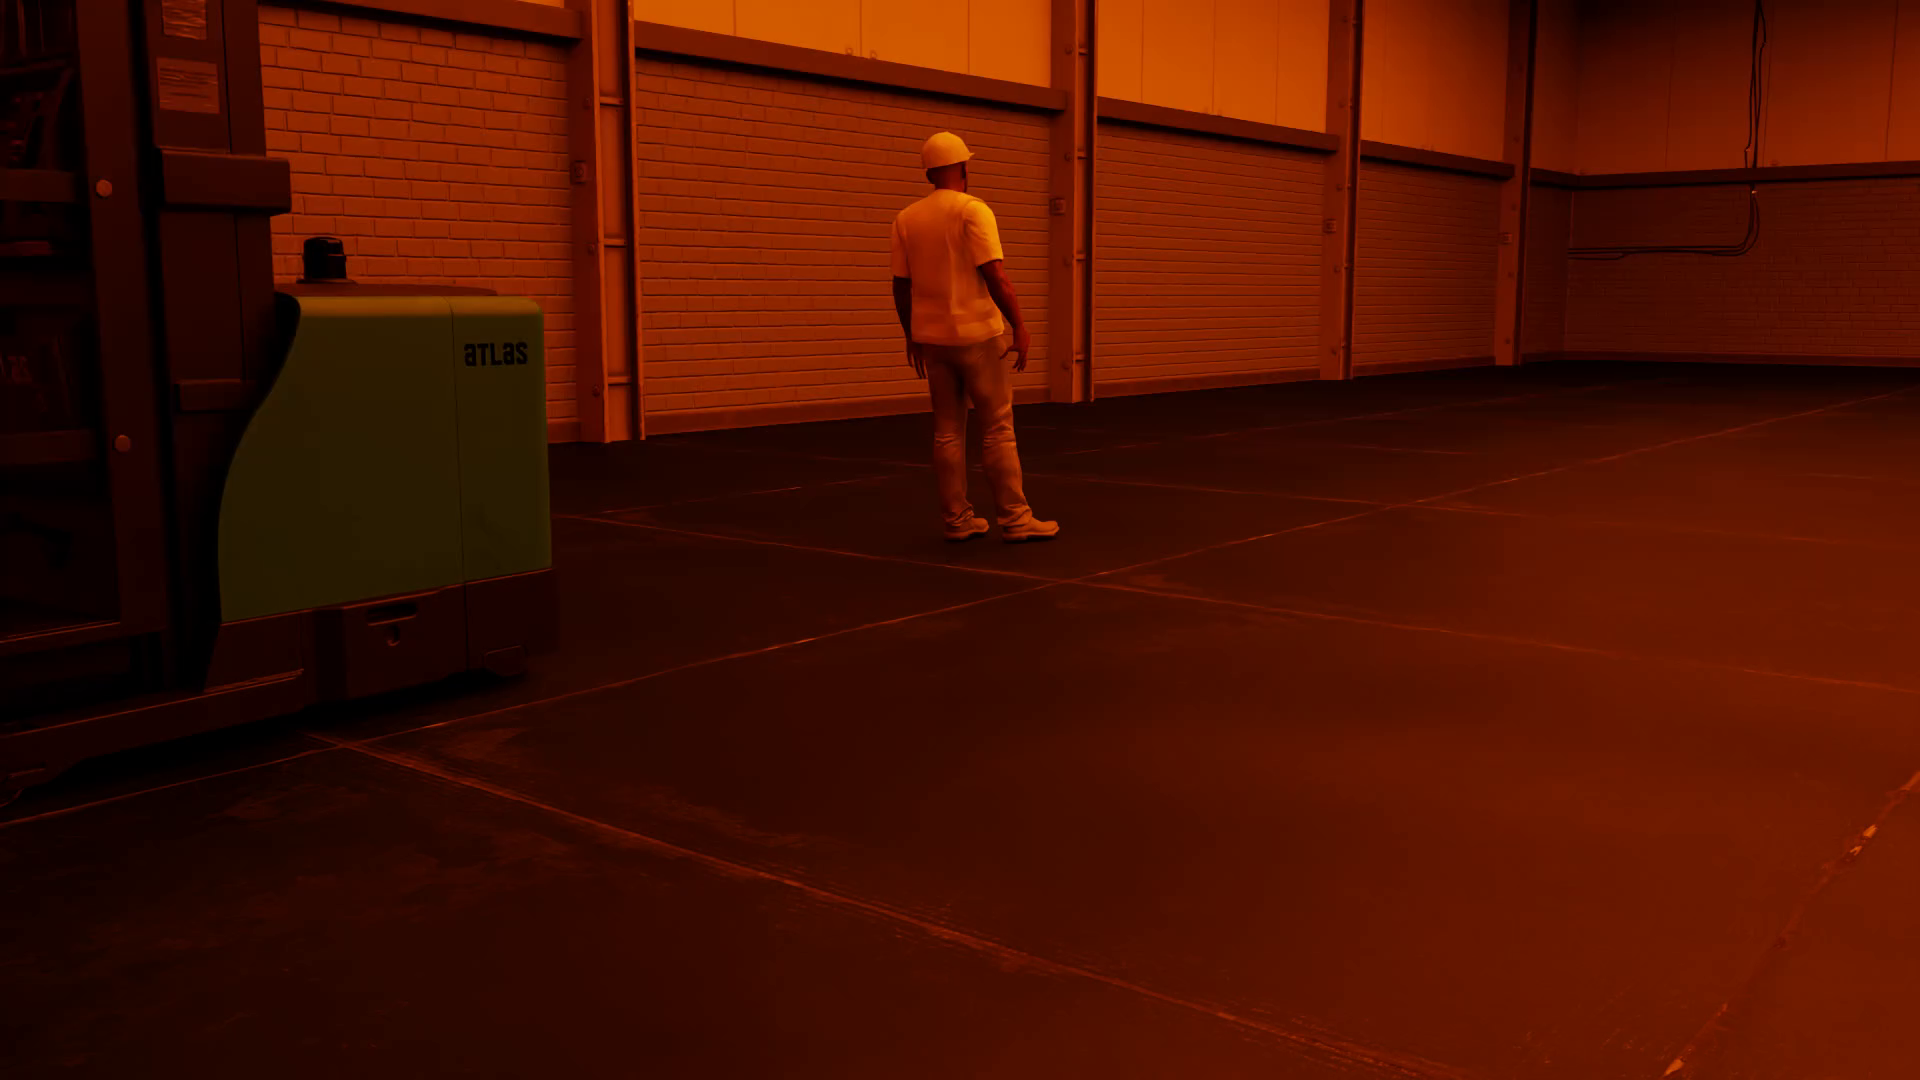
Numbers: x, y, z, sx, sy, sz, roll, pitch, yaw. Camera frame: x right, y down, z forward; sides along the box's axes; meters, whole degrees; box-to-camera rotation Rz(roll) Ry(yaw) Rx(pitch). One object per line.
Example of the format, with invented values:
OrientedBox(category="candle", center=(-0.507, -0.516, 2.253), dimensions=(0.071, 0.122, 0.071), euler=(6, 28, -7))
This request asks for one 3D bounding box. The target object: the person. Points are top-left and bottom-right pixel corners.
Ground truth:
OrientedBox(category="person", center=(0.049, -0.889, 7.326), dimensions=(0.665, 1.768, 0.575), euler=(7, 11, 38))

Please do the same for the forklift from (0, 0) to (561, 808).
OrientedBox(category="forklift", center=(-2.418, -0.936, 3.680), dimensions=(1.130, 2.935, 3.031), euler=(6, 10, 35))
